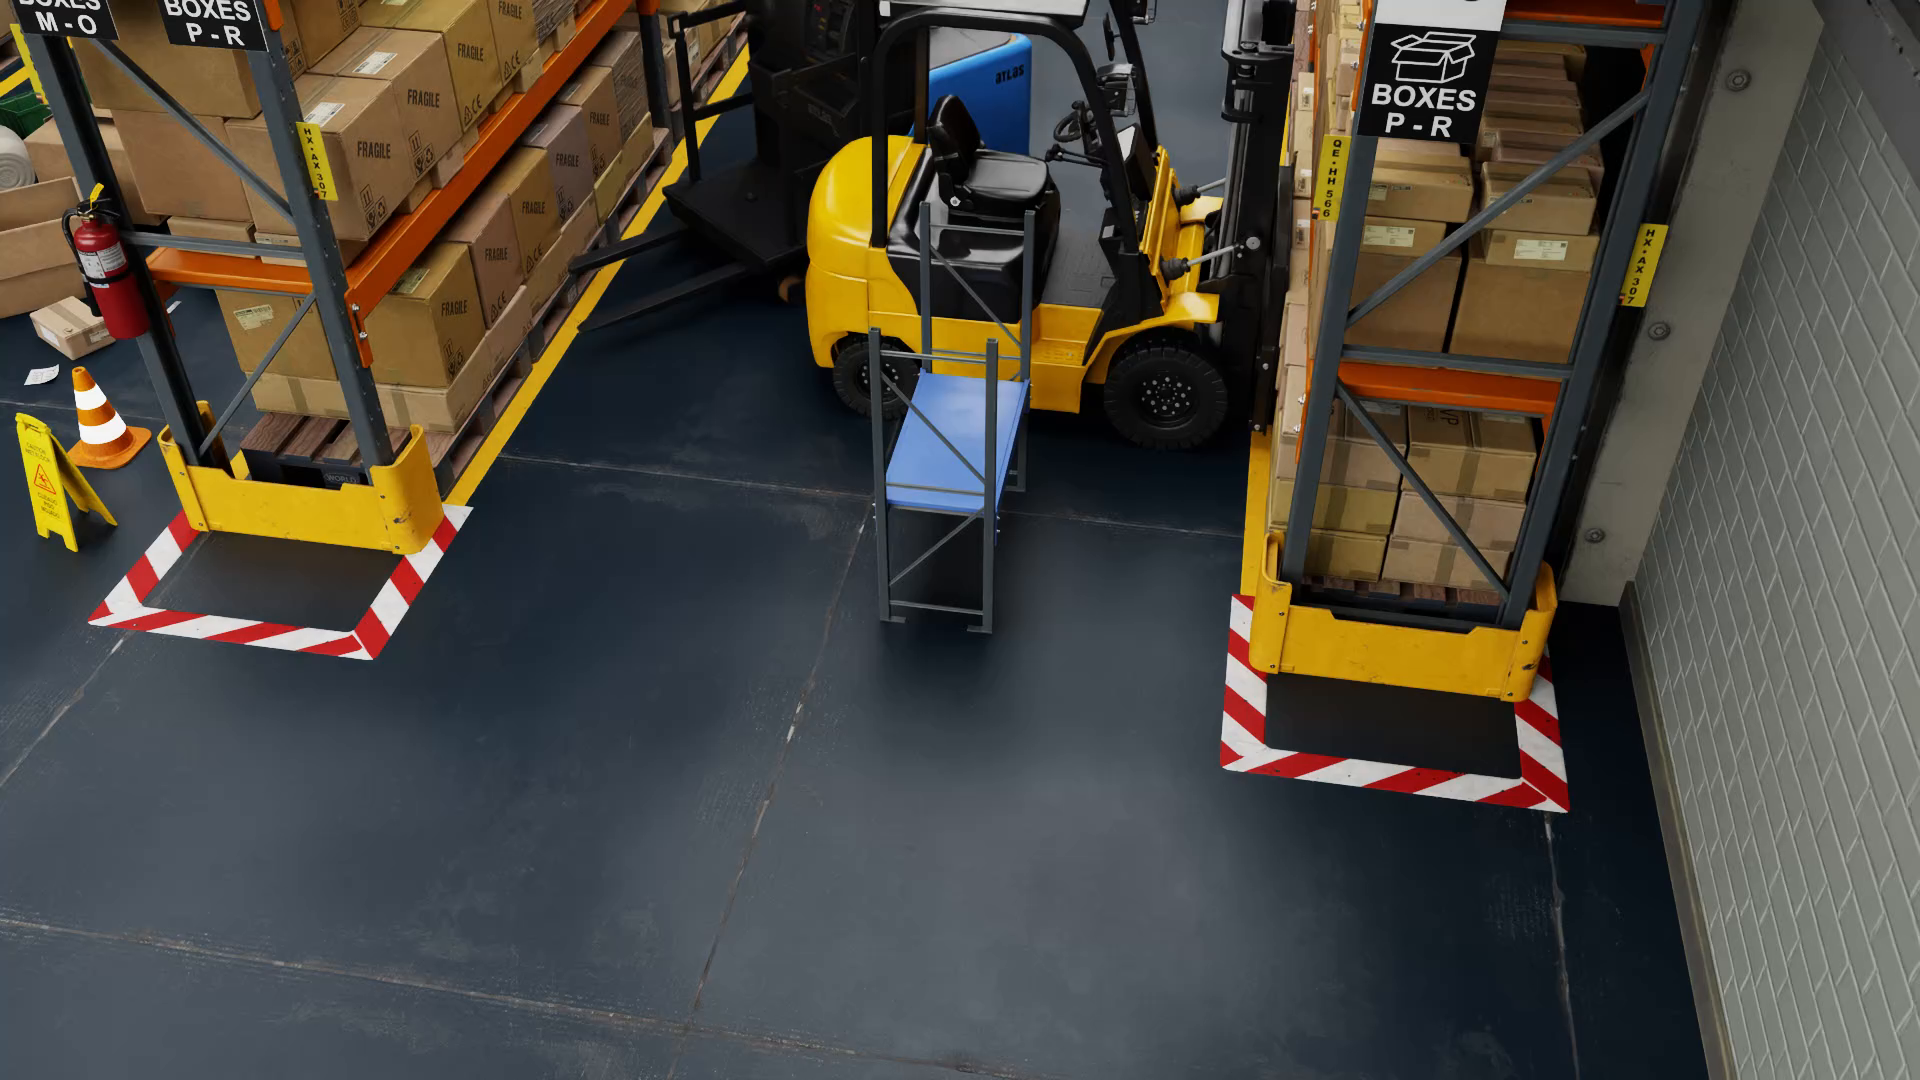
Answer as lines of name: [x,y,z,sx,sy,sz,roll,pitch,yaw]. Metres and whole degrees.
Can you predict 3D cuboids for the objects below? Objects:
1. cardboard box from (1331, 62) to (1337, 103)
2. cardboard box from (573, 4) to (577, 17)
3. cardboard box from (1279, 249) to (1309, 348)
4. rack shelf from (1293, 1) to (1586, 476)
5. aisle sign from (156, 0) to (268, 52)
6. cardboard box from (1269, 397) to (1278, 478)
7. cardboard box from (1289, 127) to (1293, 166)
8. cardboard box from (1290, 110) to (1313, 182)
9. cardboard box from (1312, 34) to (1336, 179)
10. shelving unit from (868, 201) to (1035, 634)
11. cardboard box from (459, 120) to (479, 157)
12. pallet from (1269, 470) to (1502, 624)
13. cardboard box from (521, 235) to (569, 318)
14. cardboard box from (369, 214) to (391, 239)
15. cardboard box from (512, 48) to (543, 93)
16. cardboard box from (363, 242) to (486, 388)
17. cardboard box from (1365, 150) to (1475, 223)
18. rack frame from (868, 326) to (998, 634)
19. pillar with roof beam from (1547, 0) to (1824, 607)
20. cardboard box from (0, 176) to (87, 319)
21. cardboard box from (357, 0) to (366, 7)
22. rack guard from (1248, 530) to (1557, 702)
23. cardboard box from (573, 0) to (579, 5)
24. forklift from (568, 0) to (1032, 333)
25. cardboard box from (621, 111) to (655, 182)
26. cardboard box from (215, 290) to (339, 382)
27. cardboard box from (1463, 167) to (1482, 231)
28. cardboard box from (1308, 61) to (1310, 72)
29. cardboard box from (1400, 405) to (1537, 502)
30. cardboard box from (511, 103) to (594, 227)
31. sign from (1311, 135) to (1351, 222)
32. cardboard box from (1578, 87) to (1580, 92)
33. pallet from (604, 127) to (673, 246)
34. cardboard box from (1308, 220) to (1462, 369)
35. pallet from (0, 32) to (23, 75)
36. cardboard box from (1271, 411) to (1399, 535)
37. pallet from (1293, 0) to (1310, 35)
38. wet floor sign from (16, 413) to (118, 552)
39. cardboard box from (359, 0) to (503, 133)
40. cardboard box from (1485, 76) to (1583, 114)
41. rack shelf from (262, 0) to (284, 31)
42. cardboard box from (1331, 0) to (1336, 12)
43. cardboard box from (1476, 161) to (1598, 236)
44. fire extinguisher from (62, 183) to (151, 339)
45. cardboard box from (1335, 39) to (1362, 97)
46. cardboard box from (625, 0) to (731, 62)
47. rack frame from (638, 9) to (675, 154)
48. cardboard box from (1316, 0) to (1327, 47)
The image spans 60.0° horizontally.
cardboard box: [1.819,-2.006,7.234,0.380,0.149,0.250,7,40,8]
cardboard box: [-2.331,-2.917,9.121,0.380,0.149,0.250,6,40,7]
cardboard box: [1.770,-1.111,7.783,0.500,0.250,0.500,7,40,8]
rack shelf: [2.183,-1.639,7.943,1.077,0.370,4.000,6,40,8]
aisle sign: [-2.758,-2.135,5.938,0.394,0.787,0.004,6,40,8]
cardboard box: [1.703,-0.404,7.713,0.500,0.250,0.500,6,40,8]
cardboard box: [2.142,-2.196,9.489,0.500,0.250,0.500,6,40,7]
cardboard box: [2.038,-2.070,8.943,0.500,0.250,0.500,6,40,8]
cardboard box: [1.927,-2.000,7.737,0.500,0.500,0.500,7,40,8]
shelving unit: [-0.015,-0.524,7.207,0.538,1.500,1.048,6,40,8]
cardboard box: [-2.533,-1.937,7.936,0.380,0.149,0.250,7,40,9]
pallet: [1.928,-0.071,7.670,1.003,0.211,1.213,6,40,8]
cardboard box: [-2.463,-1.447,8.974,0.500,0.250,0.500,9,40,11]
cardboard box: [-2.760,-1.459,7.358,0.380,0.149,0.250,7,40,8]
cardboard box: [-2.371,-2.423,8.524,0.380,0.149,0.250,7,40,8]
cardboard box: [-2.637,-1.088,7.951,0.500,0.500,0.500,5,40,6]
cardboard box: [1.692,-1.312,6.162,0.380,0.149,0.250,6,40,8]
rack frame: [-0.103,-0.205,6.821,0.500,1.500,0.032,6,40,8]
pillar with roof beam: [-1.395,-3.785,5.266,9.100,9.000,0.400,6,40,8]
cardboard box: [-5.242,-1.625,9.321,0.797,0.503,0.637,-20,44,-23]
cardboard box: [-3.097,-2.737,7.610,0.700,0.500,0.500,6,40,7]
rack guard: [1.833,0.318,6.974,1.175,0.500,0.348,6,40,8]
cardboard box: [-2.274,-3.239,9.002,0.500,0.500,0.500,8,40,9]
forklift: [-1.029,-2.826,8.867,3.031,2.935,1.130,-28,47,-29]
cardboard box: [-2.198,-2.418,10.148,0.500,0.250,0.500,8,40,10]
cardboard box: [-3.170,-1.129,8.001,0.500,0.500,0.500,7,40,8]
cardboard box: [2.131,-1.296,6.375,0.380,0.149,0.250,6,40,8]
cardboard box: [2.751,-3.233,10.840,0.875,0.625,0.625,6,40,7]
cardboard box: [2.107,-0.429,6.959,0.500,0.250,0.500,6,40,7]
cardboard box: [-2.372,-2.067,9.135,0.500,0.500,0.500,8,40,10]
sign: [1.305,-1.267,5.834,0.100,0.325,0.005,6,40,8]
cardboard box: [2.444,-1.933,7.146,0.380,0.149,0.250,8,40,9]
pallet: [-2.441,-2.216,10.265,1.003,0.211,1.213,6,40,8]
cardboard box: [1.664,-1.037,6.572,0.500,0.500,0.500,6,40,7]
pallet: [-7.194,-3.616,11.958,1.003,0.211,1.213,6,40,8]
cardboard box: [1.614,-0.296,7.189,0.500,0.250,0.500,6,40,7]
pallet: [3.041,-4.094,12.537,1.003,0.211,1.213,6,40,8]
wet floor sign: [-4.139,-0.297,7.603,0.267,0.644,0.232,20,44,23]
cardboard box: [-2.524,-2.271,7.831,0.500,0.500,0.500,6,40,7]
cardboard box: [2.274,-1.733,6.671,0.380,0.149,0.250,7,40,8]
rack shelf: [-2.706,-3.340,7.646,1.077,0.370,4.000,6,40,8]
cardboard box: [1.992,-2.648,8.012,0.380,0.149,0.250,6,40,7]
cardboard box: [2.106,-1.251,6.088,0.380,0.149,0.250,6,40,7]
fire extinguisher: [-3.526,-1.155,6.854,0.296,0.674,0.183,6,40,8]
cardboard box: [1.774,-1.961,6.947,0.380,0.149,0.250,7,40,9]
cardboard box: [-2.151,-3.646,11.539,0.950,0.372,0.625,9,40,10]
rack frame: [-2.360,-3.716,9.891,1.000,3.000,0.127,6,40,8]
cardboard box: [2.195,-2.960,8.898,0.500,0.500,0.500,5,40,6]
